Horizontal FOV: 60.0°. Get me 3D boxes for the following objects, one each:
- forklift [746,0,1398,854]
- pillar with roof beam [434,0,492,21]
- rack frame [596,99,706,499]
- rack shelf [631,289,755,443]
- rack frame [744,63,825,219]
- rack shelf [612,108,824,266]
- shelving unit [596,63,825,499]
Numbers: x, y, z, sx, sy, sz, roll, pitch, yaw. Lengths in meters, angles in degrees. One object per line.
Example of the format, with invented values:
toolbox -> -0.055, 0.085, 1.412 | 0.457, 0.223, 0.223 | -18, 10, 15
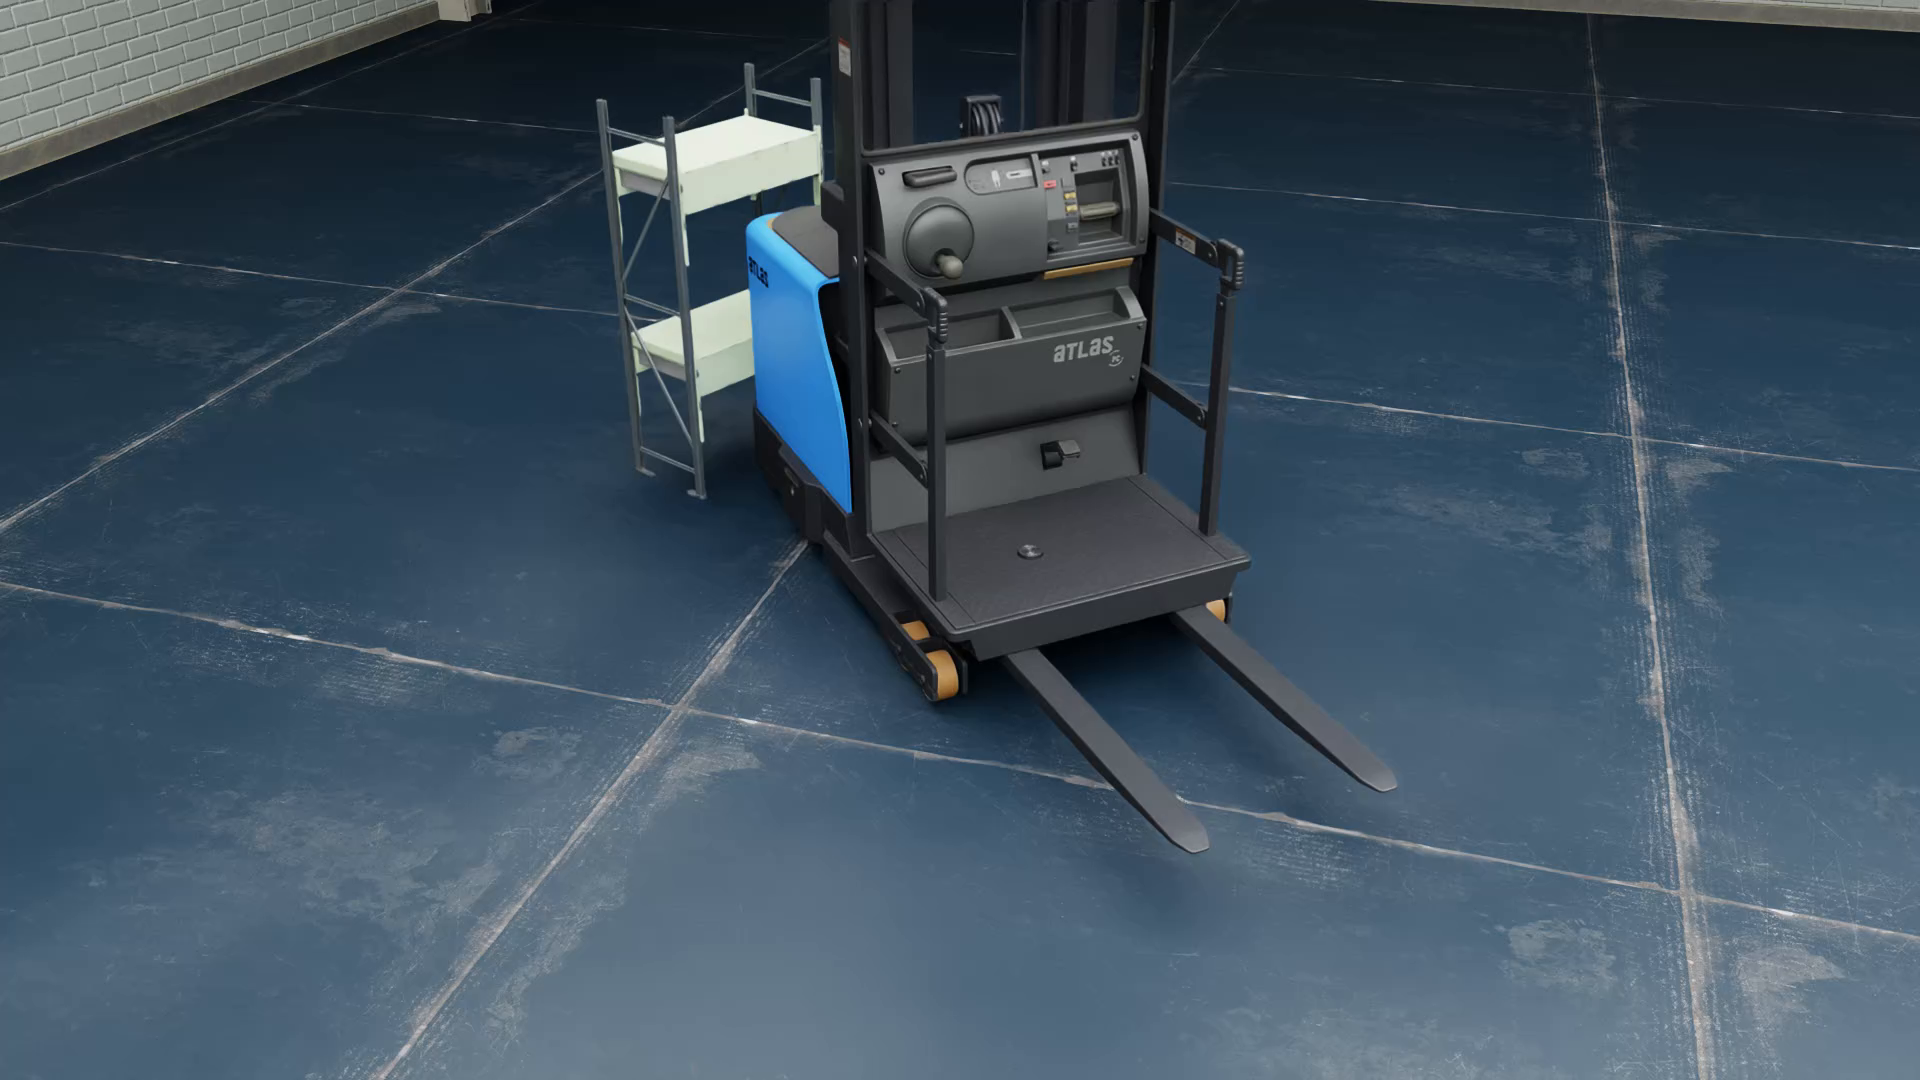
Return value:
forklift -> 0.264, -1.006, 5.043 | 1.130, 2.935, 3.031 | -13, 32, -22
pillar with roof beam -> -0.182, -7.867, 11.136 | 9.100, 9.000, 0.400 | 8, 30, 15
rack frame -> -1.160, -0.882, 6.291 | 0.400, 1.500, 0.023 | 22, 36, 34
rack shelf -> -0.923, -0.733, 6.693 | 0.431, 0.370, 0.720 | 22, 36, 34
rack frame -> -0.687, -1.154, 6.779 | 0.400, 1.500, 0.023 | 22, 36, 34
rack shelf -> -0.925, -1.359, 6.346 | 0.431, 0.370, 0.720 | 22, 36, 34
shelving unit -> -0.924, -1.018, 6.535 | 0.431, 1.500, 0.755 | 22, 36, 34
